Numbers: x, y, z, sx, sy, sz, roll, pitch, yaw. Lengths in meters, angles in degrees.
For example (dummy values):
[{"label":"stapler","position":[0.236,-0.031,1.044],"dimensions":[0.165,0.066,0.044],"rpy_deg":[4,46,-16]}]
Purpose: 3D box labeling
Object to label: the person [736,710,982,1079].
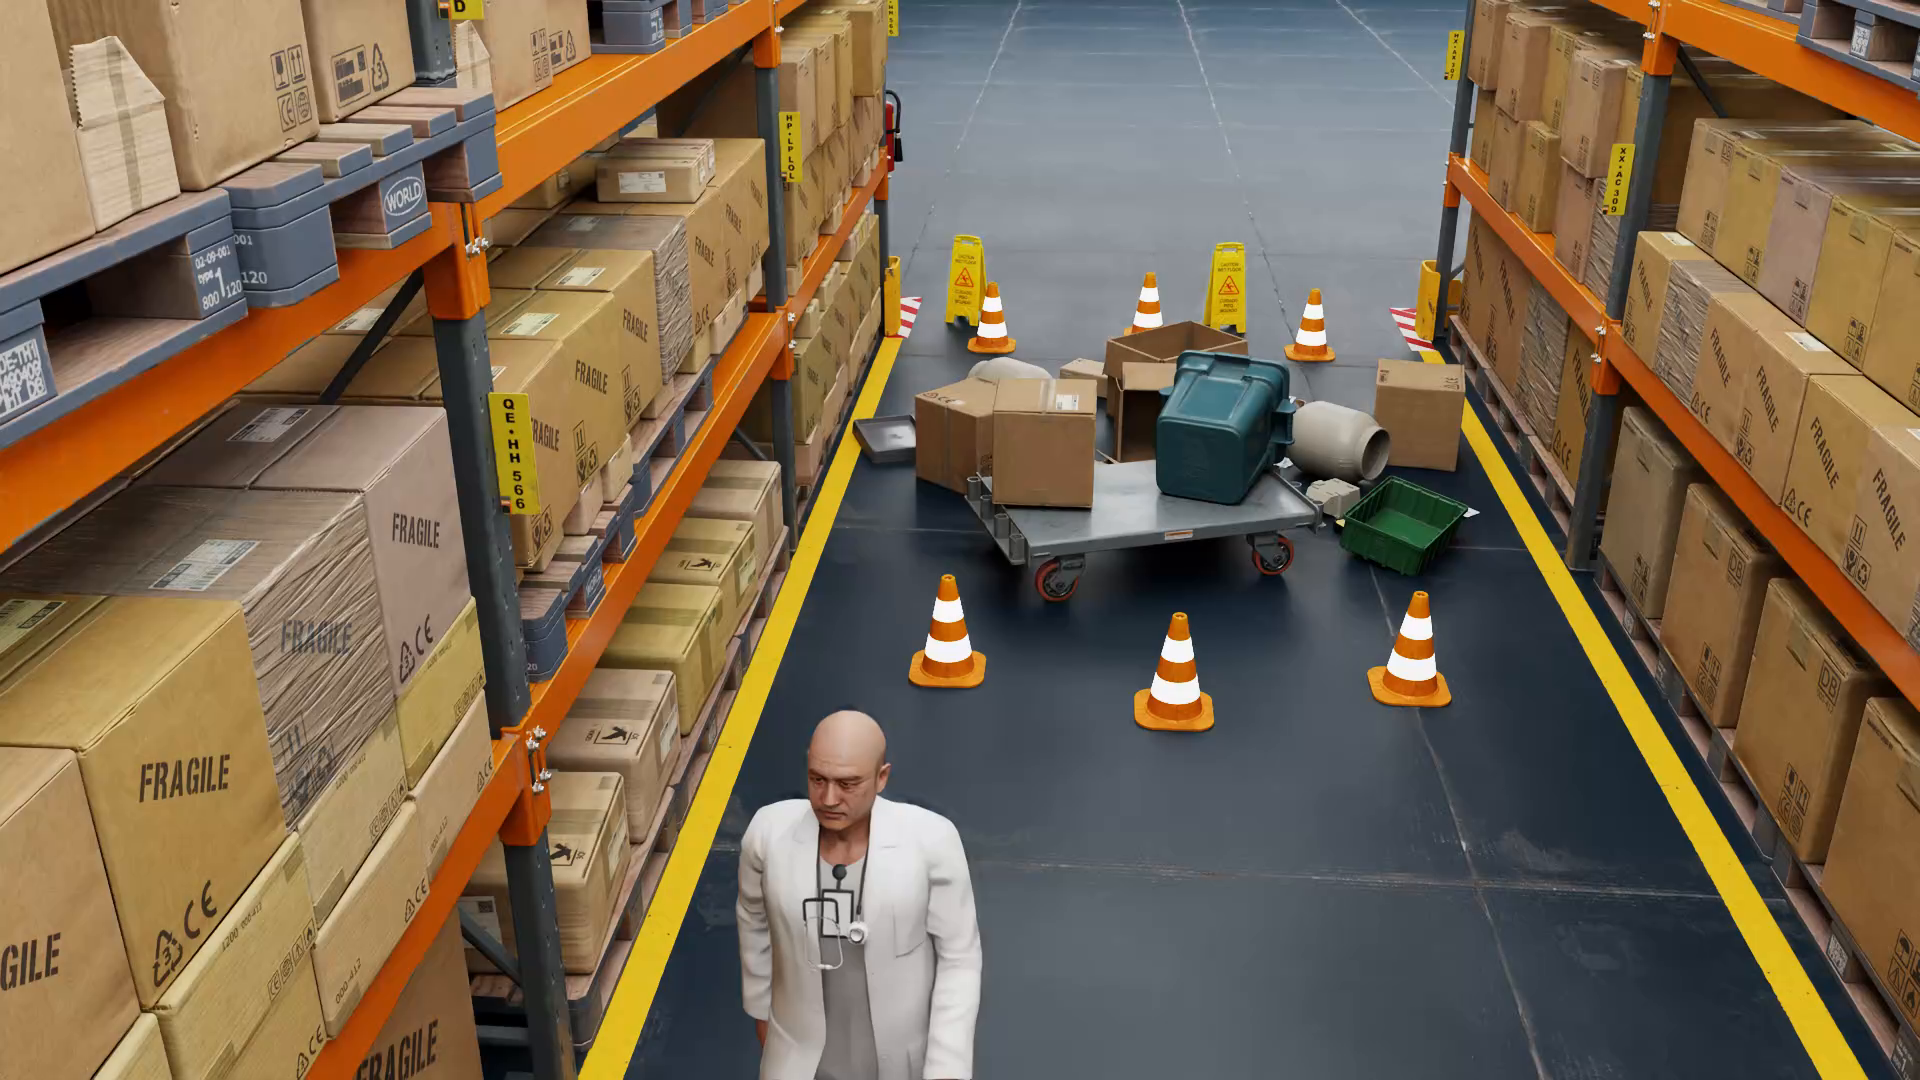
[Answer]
[{"label":"person","position":[-0.253,1.225,3.883],"dimensions":[0.601,1.724,1.068],"rpy_deg":[1,24,3]}]
